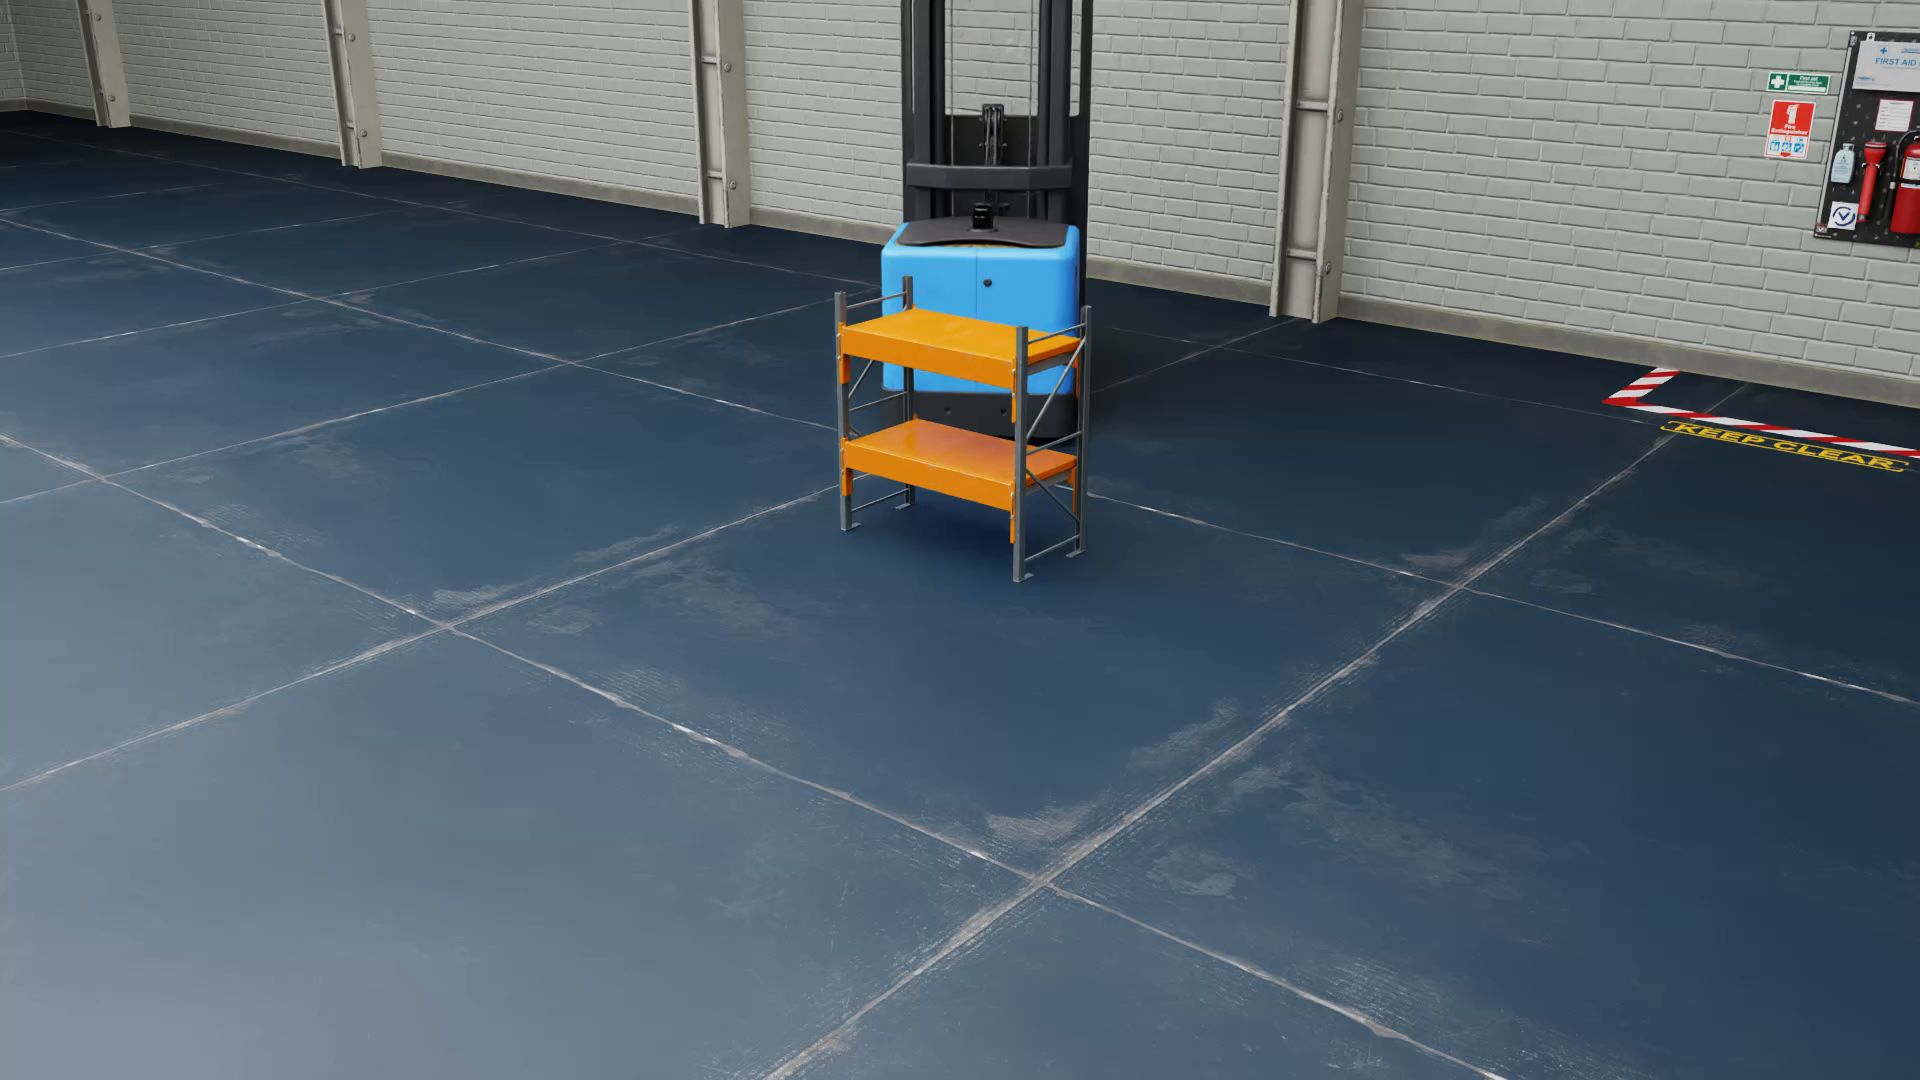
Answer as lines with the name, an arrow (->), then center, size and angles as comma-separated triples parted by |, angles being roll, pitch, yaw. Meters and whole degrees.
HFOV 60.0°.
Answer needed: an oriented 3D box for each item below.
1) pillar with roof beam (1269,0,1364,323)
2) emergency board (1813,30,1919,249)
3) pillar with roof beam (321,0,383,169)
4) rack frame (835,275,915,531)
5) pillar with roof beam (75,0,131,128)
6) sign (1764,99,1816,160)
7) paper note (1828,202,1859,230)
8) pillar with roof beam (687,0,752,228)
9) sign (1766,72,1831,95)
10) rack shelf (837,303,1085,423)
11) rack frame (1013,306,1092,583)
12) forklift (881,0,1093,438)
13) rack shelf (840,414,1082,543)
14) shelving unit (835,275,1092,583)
pillar with roof beam -> -0.254, -4.645, 7.232 | 0.400, 9.000, 9.100 | 16, 26, 36
emergency board -> 5.226, -2.238, 9.351 | 0.643, 1.169, 0.194 | 16, 26, 36
pillar with roof beam -> -9.550, -7.322, 14.331 | 0.400, 9.000, 9.100 | 16, 26, 36
rack frame -> -0.389, -0.638, 7.766 | 0.032, 1.125, 0.500 | 16, 26, 36
pillar with roof beam -> -14.199, -8.661, 17.881 | 0.400, 9.000, 9.100 | 16, 26, 36
sign -> 4.863, -2.406, 9.746 | 0.234, 0.329, 0.001 | 16, 26, 36
paper note -> 5.133, -1.884, 9.661 | 0.142, 0.148, 0.016 | 16, 26, 36
pillar with roof beam -> -4.902, -5.983, 10.781 | 0.400, 9.000, 9.100 | 16, 26, 36
sign -> 4.861, -2.650, 9.644 | 0.331, 0.109, 0.001 | 16, 26, 36
rack shelf -> 0.005, -0.799, 7.362 | 1.000, 0.278, 0.538 | 16, 26, 36
rack frame -> 0.399, -0.411, 7.165 | 0.032, 1.125, 0.500 | 16, 26, 36
forklift -> 0.232, -2.396, 9.869 | 1.130, 2.935, 3.031 | 2, 21, 5
rack shelf -> 0.005, -0.296, 7.552 | 1.000, 0.278, 0.538 | 16, 26, 36
shelving unit -> 0.005, -0.525, 7.466 | 1.048, 1.125, 0.538 | 16, 26, 36
